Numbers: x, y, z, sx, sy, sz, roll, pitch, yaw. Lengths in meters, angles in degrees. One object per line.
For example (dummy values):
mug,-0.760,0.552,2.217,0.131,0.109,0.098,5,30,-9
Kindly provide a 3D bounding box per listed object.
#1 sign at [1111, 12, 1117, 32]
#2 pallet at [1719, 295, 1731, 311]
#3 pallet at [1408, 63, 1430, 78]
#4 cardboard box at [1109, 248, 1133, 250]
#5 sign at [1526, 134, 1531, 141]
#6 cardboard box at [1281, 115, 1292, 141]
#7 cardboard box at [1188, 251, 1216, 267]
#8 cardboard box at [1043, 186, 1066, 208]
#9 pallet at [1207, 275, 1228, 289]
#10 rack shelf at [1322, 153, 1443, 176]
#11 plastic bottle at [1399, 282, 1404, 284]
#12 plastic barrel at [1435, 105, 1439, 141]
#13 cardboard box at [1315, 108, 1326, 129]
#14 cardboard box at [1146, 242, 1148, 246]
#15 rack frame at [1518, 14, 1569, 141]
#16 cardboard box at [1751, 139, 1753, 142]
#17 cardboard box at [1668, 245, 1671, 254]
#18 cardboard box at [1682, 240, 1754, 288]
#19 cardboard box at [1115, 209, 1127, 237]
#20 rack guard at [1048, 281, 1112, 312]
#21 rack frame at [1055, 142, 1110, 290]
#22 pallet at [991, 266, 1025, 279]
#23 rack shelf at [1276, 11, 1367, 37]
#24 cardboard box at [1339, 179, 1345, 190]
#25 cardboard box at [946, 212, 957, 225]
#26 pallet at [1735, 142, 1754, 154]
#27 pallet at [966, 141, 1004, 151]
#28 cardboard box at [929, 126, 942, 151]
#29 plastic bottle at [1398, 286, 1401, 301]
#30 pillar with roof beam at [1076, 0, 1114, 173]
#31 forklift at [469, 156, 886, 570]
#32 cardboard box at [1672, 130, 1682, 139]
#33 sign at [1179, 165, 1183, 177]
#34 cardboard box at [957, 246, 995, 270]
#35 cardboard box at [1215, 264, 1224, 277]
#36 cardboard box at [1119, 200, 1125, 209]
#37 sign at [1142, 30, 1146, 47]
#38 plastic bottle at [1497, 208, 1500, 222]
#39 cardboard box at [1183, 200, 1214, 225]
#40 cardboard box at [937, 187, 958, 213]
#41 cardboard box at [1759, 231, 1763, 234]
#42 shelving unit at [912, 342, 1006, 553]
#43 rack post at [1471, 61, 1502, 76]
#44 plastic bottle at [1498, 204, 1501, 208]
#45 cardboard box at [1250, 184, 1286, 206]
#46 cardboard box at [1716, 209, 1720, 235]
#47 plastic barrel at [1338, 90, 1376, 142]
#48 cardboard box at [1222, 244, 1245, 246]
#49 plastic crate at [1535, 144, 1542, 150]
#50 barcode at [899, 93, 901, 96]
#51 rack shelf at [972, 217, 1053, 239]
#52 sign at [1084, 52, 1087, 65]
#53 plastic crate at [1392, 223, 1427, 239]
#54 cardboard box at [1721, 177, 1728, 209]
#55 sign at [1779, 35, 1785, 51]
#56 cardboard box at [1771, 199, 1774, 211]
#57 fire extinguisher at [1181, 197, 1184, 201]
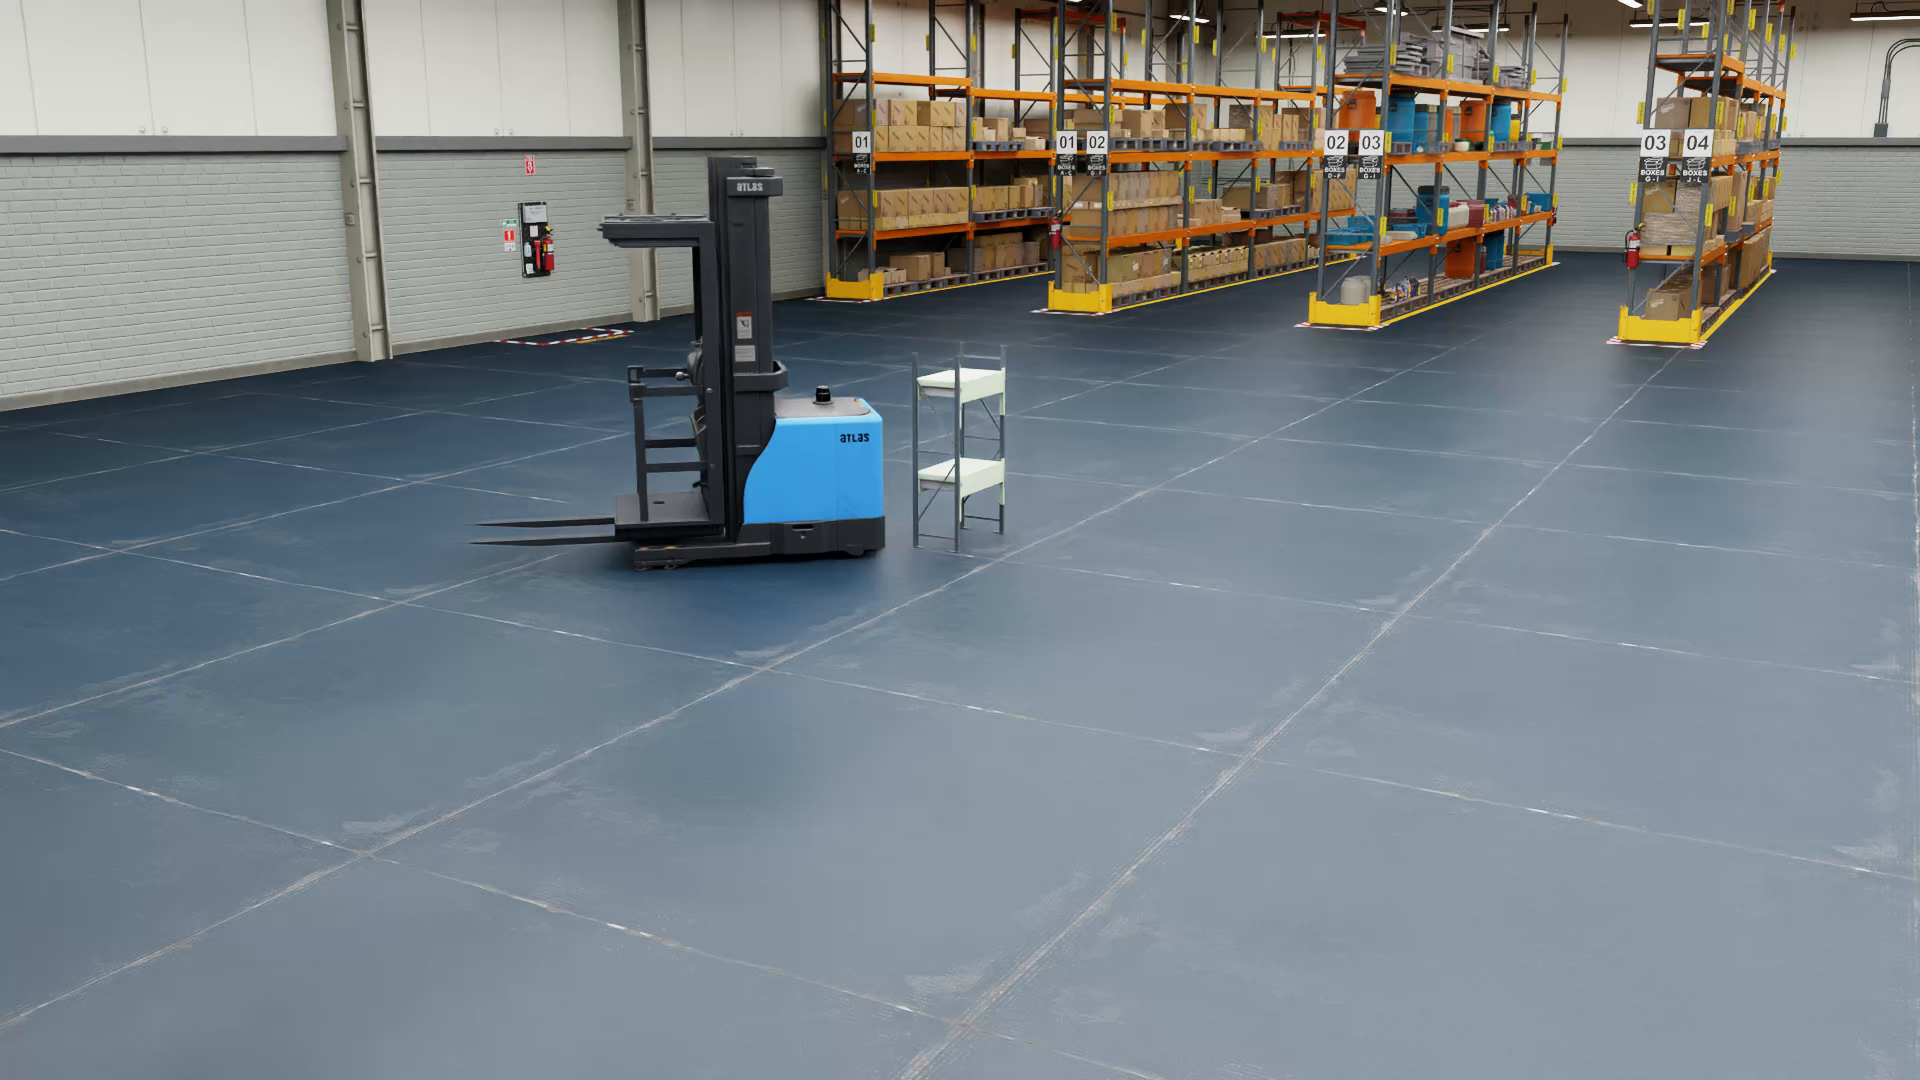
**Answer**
sign,2.695,-9.075,29.146,0.100,0.325,0.005,7,15,28
pallet,13.780,-4.445,31.021,1.003,0.211,1.213,7,15,28
pallet,7.517,-8.157,28.926,1.003,0.211,1.213,7,15,28
cardboard box,3.165,-5.480,32.734,0.500,0.500,0.500,7,15,28
sign,12.828,-8.992,37.512,0.100,0.325,0.005,7,15,28
cardboard box,7.402,-9.679,39.058,0.600,0.600,0.600,7,15,27
cardboard box,5.060,-5.918,34.954,0.500,0.311,0.500,7,15,26
cardboard box,2.200,-8.167,39.621,0.500,0.500,0.500,8,16,30
pallet,5.057,-5.564,35.662,1.003,0.211,1.213,7,15,28
rack shelf,7.514,-6.649,29.347,1.077,0.370,4.000,7,15,28
plastic bottle,8.187,-4.648,30.786,0.152,0.276,0.135,7,15,28
plastic barrel,9.169,-8.050,32.554,0.600,0.901,0.708,7,15,28
cardboard box,8.581,-10.337,40.766,0.700,0.500,0.500,7,15,28
cardboard box,4.622,-8.053,44.474,0.700,0.500,0.500,8,16,29
rack frame,14.281,-11.329,40.825,1.000,3.000,0.127,7,15,28
cardboard box,14.735,-7.470,31.539,0.500,0.250,0.500,7,15,28
cardboard box,10.961,-4.580,26.166,0.380,0.149,0.250,7,15,28
cardboard box,15.102,-5.521,33.170,1.225,0.875,0.875,7,15,25
cardboard box,2.699,-5.943,31.072,0.700,0.500,0.500,8,16,29
rack guard,2.201,-4.472,30.516,1.175,0.500,0.348,7,15,28
rack frame,2.212,-5.692,30.243,1.000,3.000,0.127,7,15,28
pallet,0.772,-6.129,38.005,1.003,0.211,1.213,7,15,28
rack shelf,8.980,-12.747,41.149,1.077,0.370,4.000,7,15,28
cardboard box,9.483,-9.176,42.349,0.500,0.500,0.500,8,16,30
cardboard box,-0.404,-6.777,35.022,0.500,0.250,0.500,7,15,28
pallet,13.208,-6.871,29.135,1.213,0.211,1.003,7,15,28
pallet,0.200,-8.555,36.118,1.213,0.211,1.003,7,15,28
cardboard box,-0.710,-8.238,34.147,0.500,0.500,0.500,7,15,26
plastic bottle,7.862,-4.425,29.869,0.097,0.271,0.097,0,14,0
pillar with roof beam,7.025,-11.385,41.056,9.100,9.000,0.548,7,15,28
forklift,-2.132,-1.338,12.331,3.031,2.935,1.130,-3,14,-12
cardboard box,10.972,-6.280,25.753,0.380,0.149,0.250,7,15,26
sign,6.077,-10.149,45.754,0.100,0.325,0.005,7,15,28
cardboard box,0.355,-6.336,37.311,0.700,0.500,0.500,7,15,27
cardboard box,5.301,-5.750,35.456,0.500,0.250,0.500,8,16,29
cardboard box,2.838,-6.218,30.826,0.380,0.149,0.250,7,15,28
sign,3.665,-9.981,33.071,0.100,0.325,0.005,7,15,28
plastic bottle,11.771,-7.112,36.381,0.061,0.283,0.133,7,15,28
cardboard box,5.028,-6.928,35.156,0.500,0.500,0.500,7,15,28
cardboard box,-0.386,-7.139,34.925,0.500,0.500,0.500,7,15,28
cardboard box,17.073,-6.328,36.521,0.875,0.875,0.875,7,15,28
shelving unit,-0.003,-0.728,12.852,0.431,1.500,0.755,7,15,28
rack post,10.728,-9.804,34.662,0.954,0.300,0.937,7,15,28
plastic bottle,12.064,-7.359,37.262,0.144,0.351,0.185,7,15,28
cardboard box,7.312,-8.187,39.482,0.700,0.500,0.500,10,17,37
cardboard box,12.545,-5.497,28.588,0.875,0.500,0.500,7,15,28
plastic barrel,6.670,-7.115,27.935,0.600,0.830,0.708,7,15,28
cardboard box,6.326,-6.550,38.199,0.500,0.500,0.500,8,16,30
plastic crate,13.500,-9.291,39.333,0.437,0.136,0.530,7,15,28
barcode,-1.240,-9.218,34.417,0.001,0.075,0.075,7,15,28
rack shelf,0.775,-7.134,37.759,1.077,0.370,4.000,7,15,28
sign,3.201,-12.230,42.231,0.100,0.325,0.005,7,15,28
plastic crate,8.183,-5.621,30.264,0.499,0.251,0.616,7,15,28
cardboard box,12.356,-5.740,27.462,0.500,0.500,0.500,7,15,28
sign,17.164,-10.381,34.730,0.100,0.325,0.005,7,15,28
cardboard box,18.615,-7.794,38.646,0.500,0.250,0.500,7,15,27
fire extinguisher,6.086,-9.295,46.149,0.296,0.674,0.183,7,15,28
